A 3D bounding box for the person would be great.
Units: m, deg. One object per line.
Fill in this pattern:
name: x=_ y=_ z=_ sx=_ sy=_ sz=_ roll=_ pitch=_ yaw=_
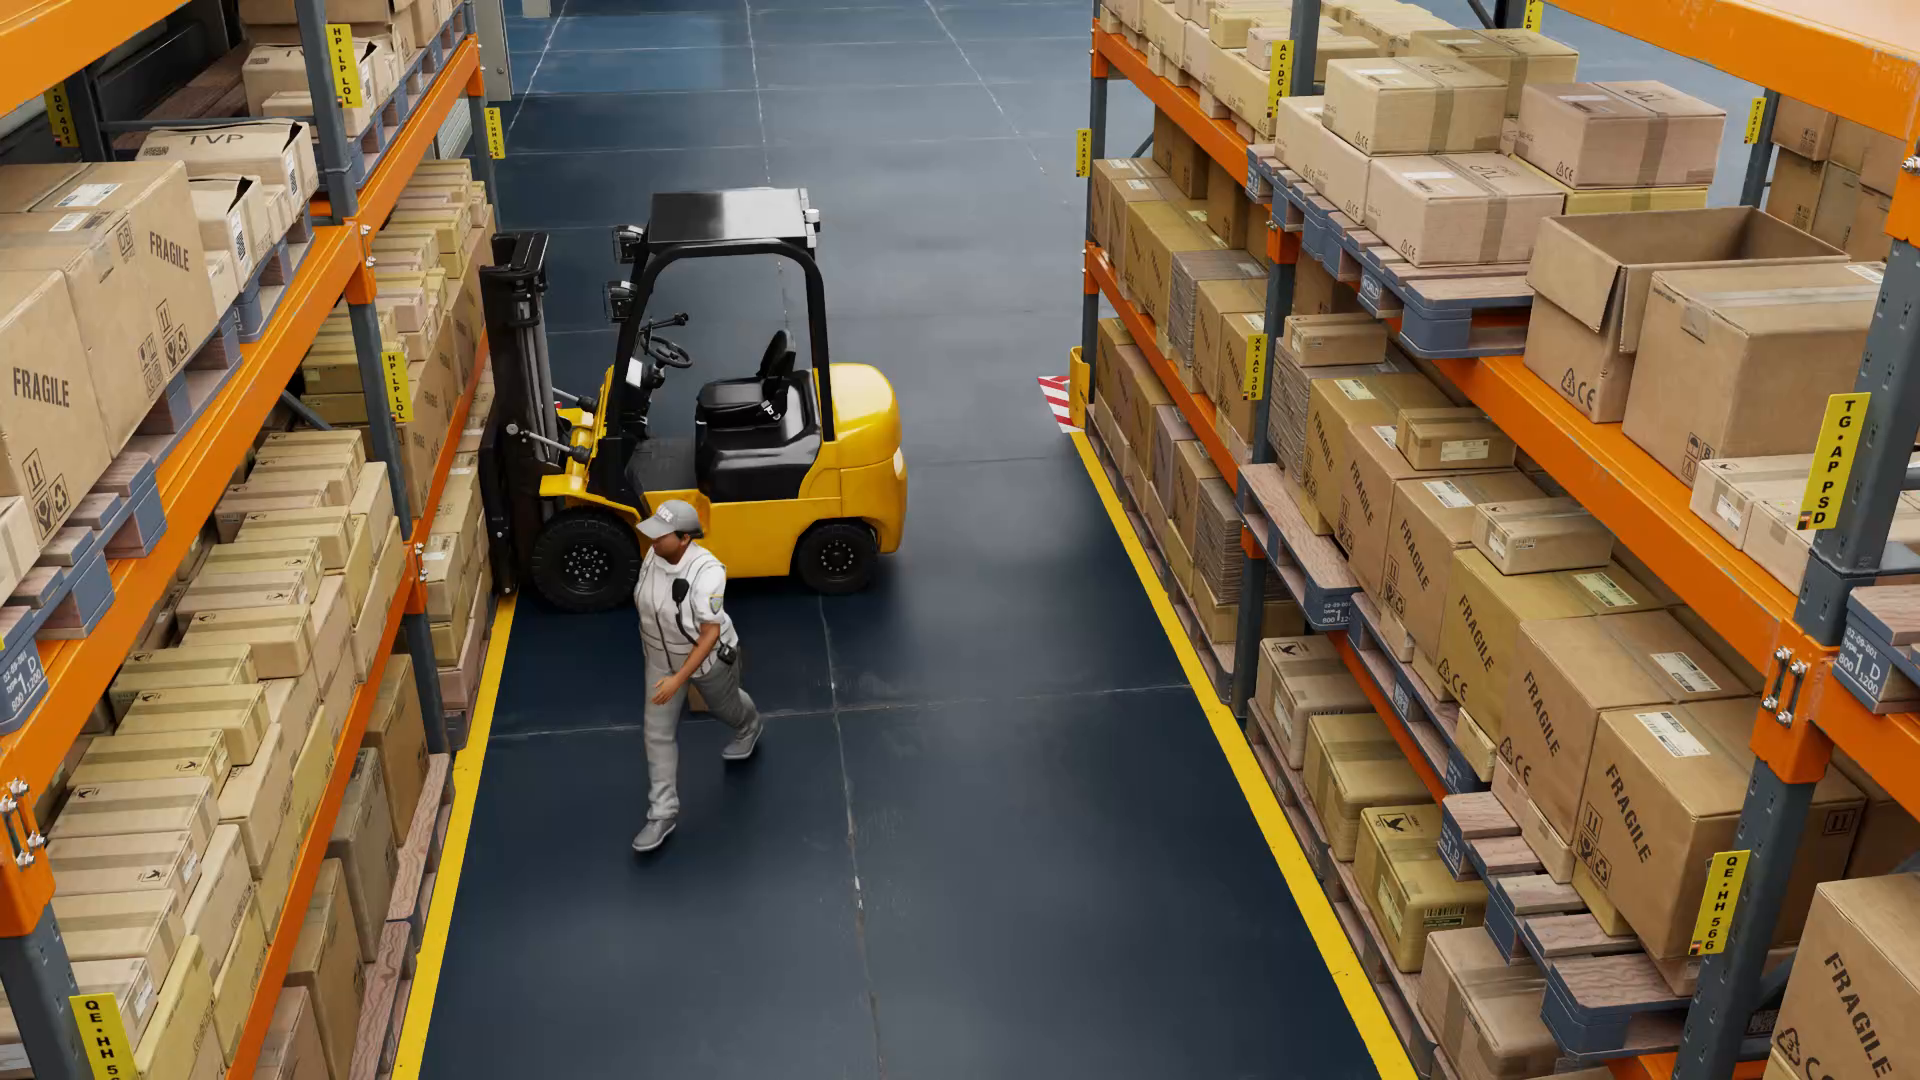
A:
person: x=-1.237 y=0.526 z=7.614 sx=0.459 sy=1.597 sz=1.078 roll=9 pitch=29 yaw=17
